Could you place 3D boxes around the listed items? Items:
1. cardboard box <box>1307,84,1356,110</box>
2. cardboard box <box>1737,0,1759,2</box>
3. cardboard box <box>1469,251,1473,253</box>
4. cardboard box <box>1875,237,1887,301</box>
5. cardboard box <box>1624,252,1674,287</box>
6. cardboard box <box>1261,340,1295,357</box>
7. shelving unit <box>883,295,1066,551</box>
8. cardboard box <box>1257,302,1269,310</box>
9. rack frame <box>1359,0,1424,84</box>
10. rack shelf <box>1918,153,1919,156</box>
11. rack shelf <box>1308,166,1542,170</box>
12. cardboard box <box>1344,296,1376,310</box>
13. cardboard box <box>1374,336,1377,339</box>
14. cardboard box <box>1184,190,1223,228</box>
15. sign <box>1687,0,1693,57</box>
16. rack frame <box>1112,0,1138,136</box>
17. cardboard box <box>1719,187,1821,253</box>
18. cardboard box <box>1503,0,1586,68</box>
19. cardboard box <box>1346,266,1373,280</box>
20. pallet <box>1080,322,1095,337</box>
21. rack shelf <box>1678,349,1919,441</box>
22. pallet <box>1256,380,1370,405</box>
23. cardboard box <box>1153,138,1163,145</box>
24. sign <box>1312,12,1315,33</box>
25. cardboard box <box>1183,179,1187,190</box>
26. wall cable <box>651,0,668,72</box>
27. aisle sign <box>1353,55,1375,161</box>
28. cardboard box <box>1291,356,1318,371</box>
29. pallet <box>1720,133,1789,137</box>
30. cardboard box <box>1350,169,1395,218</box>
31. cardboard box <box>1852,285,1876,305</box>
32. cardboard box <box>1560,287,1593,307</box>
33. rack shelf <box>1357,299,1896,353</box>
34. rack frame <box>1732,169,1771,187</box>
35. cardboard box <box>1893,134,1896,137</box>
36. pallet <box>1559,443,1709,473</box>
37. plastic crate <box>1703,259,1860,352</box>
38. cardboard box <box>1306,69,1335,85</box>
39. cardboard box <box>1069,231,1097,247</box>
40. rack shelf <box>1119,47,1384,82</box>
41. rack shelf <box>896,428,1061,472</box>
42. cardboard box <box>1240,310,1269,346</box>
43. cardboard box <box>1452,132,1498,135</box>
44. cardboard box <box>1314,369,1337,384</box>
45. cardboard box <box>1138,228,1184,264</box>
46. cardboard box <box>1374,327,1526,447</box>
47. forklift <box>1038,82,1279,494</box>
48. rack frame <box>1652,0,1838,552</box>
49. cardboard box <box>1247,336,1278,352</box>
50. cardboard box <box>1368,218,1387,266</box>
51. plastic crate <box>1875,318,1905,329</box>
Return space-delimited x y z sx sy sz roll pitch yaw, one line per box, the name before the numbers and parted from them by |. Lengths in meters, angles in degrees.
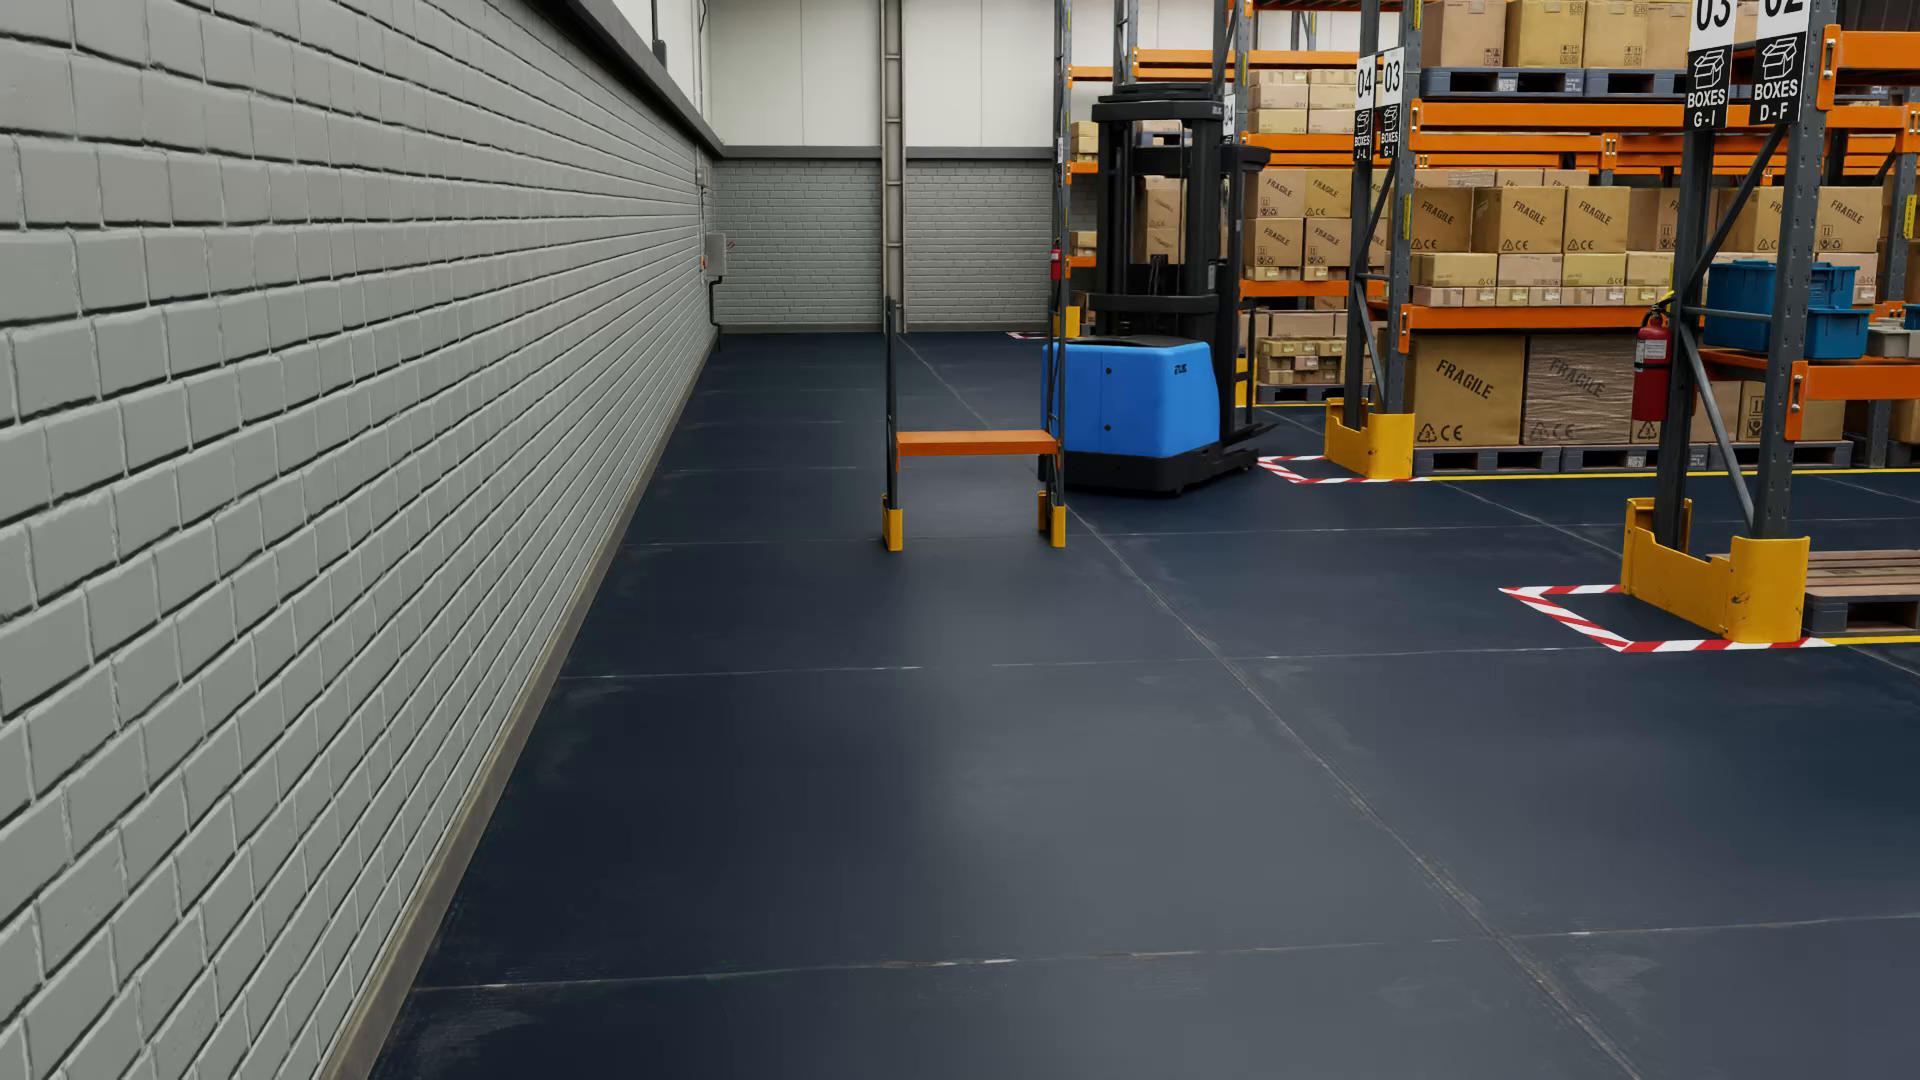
cardboard box | 3.819 -4.615 17.382 0.500 0.250 0.500 -1 11 -7
cardboard box | 6.312 -4.256 12.916 0.500 0.250 0.500 -2 11 -10
cardboard box | 4.228 -2.191 13.356 0.500 0.250 0.500 -1 11 -7
cardboard box | 7.683 -2.242 13.737 0.500 0.500 0.500 -1 11 -6
cardboard box | 5.311 -2.112 12.952 0.500 0.250 0.500 -1 11 -7
cardboard box | 3.393 -2.046 17.757 0.250 0.149 0.380 -2 11 -9
shelving unit | 0.076 -0.738 10.231 1.083 1.500 0.587 -1 11 -6
cardboard box | 4.955 -3.901 28.319 0.500 0.311 0.500 -1 11 -4
rack frame | 3.271 -4.991 12.428 0.127 3.000 1.000 -1 11 -6
rack shelf | 12.777 -4.328 18.695 4.000 0.370 1.077 -1 11 -6
rack shelf | 7.626 -6.144 27.931 4.000 0.370 1.077 -1 11 -6
cardboard box | 6.671 -3.943 28.038 0.500 0.500 0.500 -1 11 -7
cardboard box | 4.634 -2.177 18.426 0.250 0.149 0.380 -2 11 -8
cardboard box | 3.221 -4.455 22.402 0.500 0.500 0.500 -2 11 -8
sign | 3.730 -2.623 8.431 0.005 0.325 0.100 -1 11 -6
rack frame | 2.201 -6.892 22.095 0.127 3.000 1.000 -1 11 -6
cardboard box | 6.321 -2.501 12.985 0.500 0.500 0.500 -1 11 -5
cardboard box | 4.354 -3.833 12.707 0.500 0.500 0.700 -2 11 -8
cardboard box | 4.230 -2.863 17.804 0.250 0.149 0.380 -1 11 -7
pallet | 2.529 -3.550 27.878 1.213 0.211 1.003 -1 11 -6
rack shelf | 5.794 -0.786 8.457 4.000 0.370 1.077 -1 11 -6
pallet | 3.723 -1.644 18.184 1.213 0.211 1.003 -1 11 -6
cardboard box | 3.145 -6.424 27.108 0.500 0.250 0.500 -2 11 -8
sign | 5.678 -8.319 26.731 0.005 0.325 0.100 -1 11 -6
cardboard box | 3.107 -4.763 22.285 0.250 0.149 0.380 -1 11 -4
wall cable | -2.723 -7.113 14.881 0.120 5.999 2.277 -1 11 -6
aisle sign | 3.167 -3.379 13.041 0.004 0.787 0.394 -1 11 -6
cardboard box | 3.663 -1.910 17.841 0.250 0.149 0.380 -1 11 -6
pallet | 8.468 -4.478 18.083 1.003 0.211 1.213 -1 11 -6
cardboard box | 4.331 -3.663 17.603 0.500 0.500 0.500 -1 11 -7
cardboard box | 6.980 -1.938 13.103 0.250 0.149 0.380 -1 11 -6
cardboard box | 4.681 -1.890 12.857 0.250 0.149 0.380 -1 11 -7
rack shelf | 5.259 -1.736 13.288 4.000 0.370 1.077 -1 11 -6
rack frame | 13.591 -5.150 28.787 0.127 3.000 1.000 -1 11 -6
cardboard box | 10.249 -4.628 18.096 0.500 0.500 0.500 -1 11 -6
pallet | 5.267 -0.736 13.563 1.213 0.211 1.003 -1 11 -6
plastic crate | 4.118 -1.187 8.384 0.499 0.435 0.616 -1 11 -6
cardboard box | 3.715 -4.797 17.273 0.250 0.149 0.380 -1 11 -6
cardboard box | 2.090 -5.033 27.809 0.500 0.250 0.500 -1 11 -4
rack shelf | 4.189 -6.384 22.415 4.000 0.370 1.077 -1 11 -6
rack shelf | 0.085 -0.561 10.267 1.000 0.185 0.538 -1 11 -6
cardboard box | 3.755 -2.950 23.153 0.875 0.438 0.875 -1 11 -5
cardboard box | 5.351 -4.401 17.593 0.500 0.250 0.500 -1 11 -7
cardboard box | 3.889 -1.785 17.974 0.250 0.149 0.380 -1 11 -5
cardboard box | 2.709 -3.952 22.435 0.500 0.500 0.500 -1 11 -7
cardboard box | 3.898 -1.240 13.317 0.875 0.875 0.875 -1 11 -6
forklift | 1.731 -2.008 12.982 1.130 2.935 3.031 6 13 28
rack frame | 3.806 -1.098 8.175 0.127 3.000 1.000 -1 11 -6
cardboard box | 3.335 -2.159 18.336 0.250 0.149 0.380 -1 11 -5
cardboard box | 4.330 -3.176 17.717 0.500 0.500 0.500 -1 11 -5
plastic crate | 4.887 -1.053 8.474 0.243 0.136 0.396 -1 11 -6
